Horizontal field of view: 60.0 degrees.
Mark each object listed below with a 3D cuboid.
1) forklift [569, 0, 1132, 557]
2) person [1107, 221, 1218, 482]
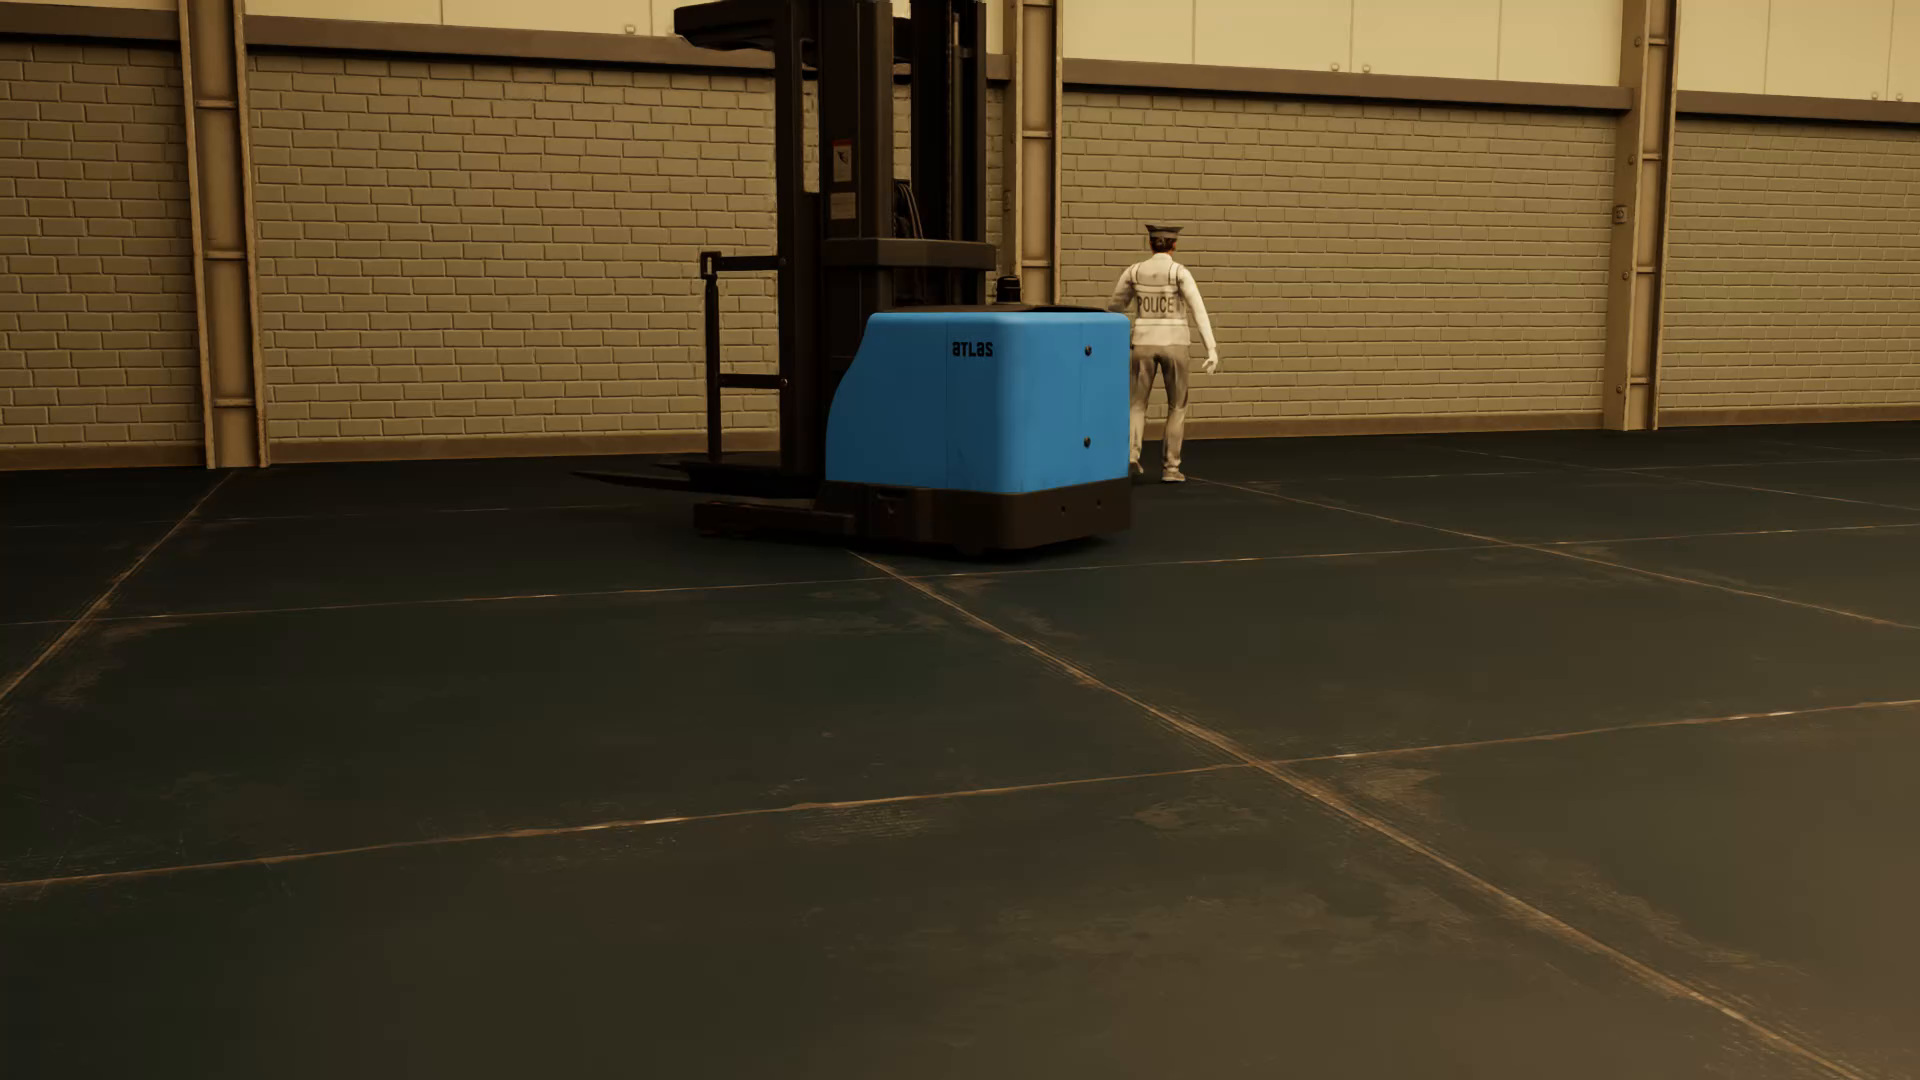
[{"bbox_3d":[-0.683,-1.511,8.155,3.031,2.935,1.130,6,10,36],"label":"forklift"},{"bbox_3d":[1.267,-1.173,10.471,0.787,1.652,0.653,3,8,21],"label":"person"}]
